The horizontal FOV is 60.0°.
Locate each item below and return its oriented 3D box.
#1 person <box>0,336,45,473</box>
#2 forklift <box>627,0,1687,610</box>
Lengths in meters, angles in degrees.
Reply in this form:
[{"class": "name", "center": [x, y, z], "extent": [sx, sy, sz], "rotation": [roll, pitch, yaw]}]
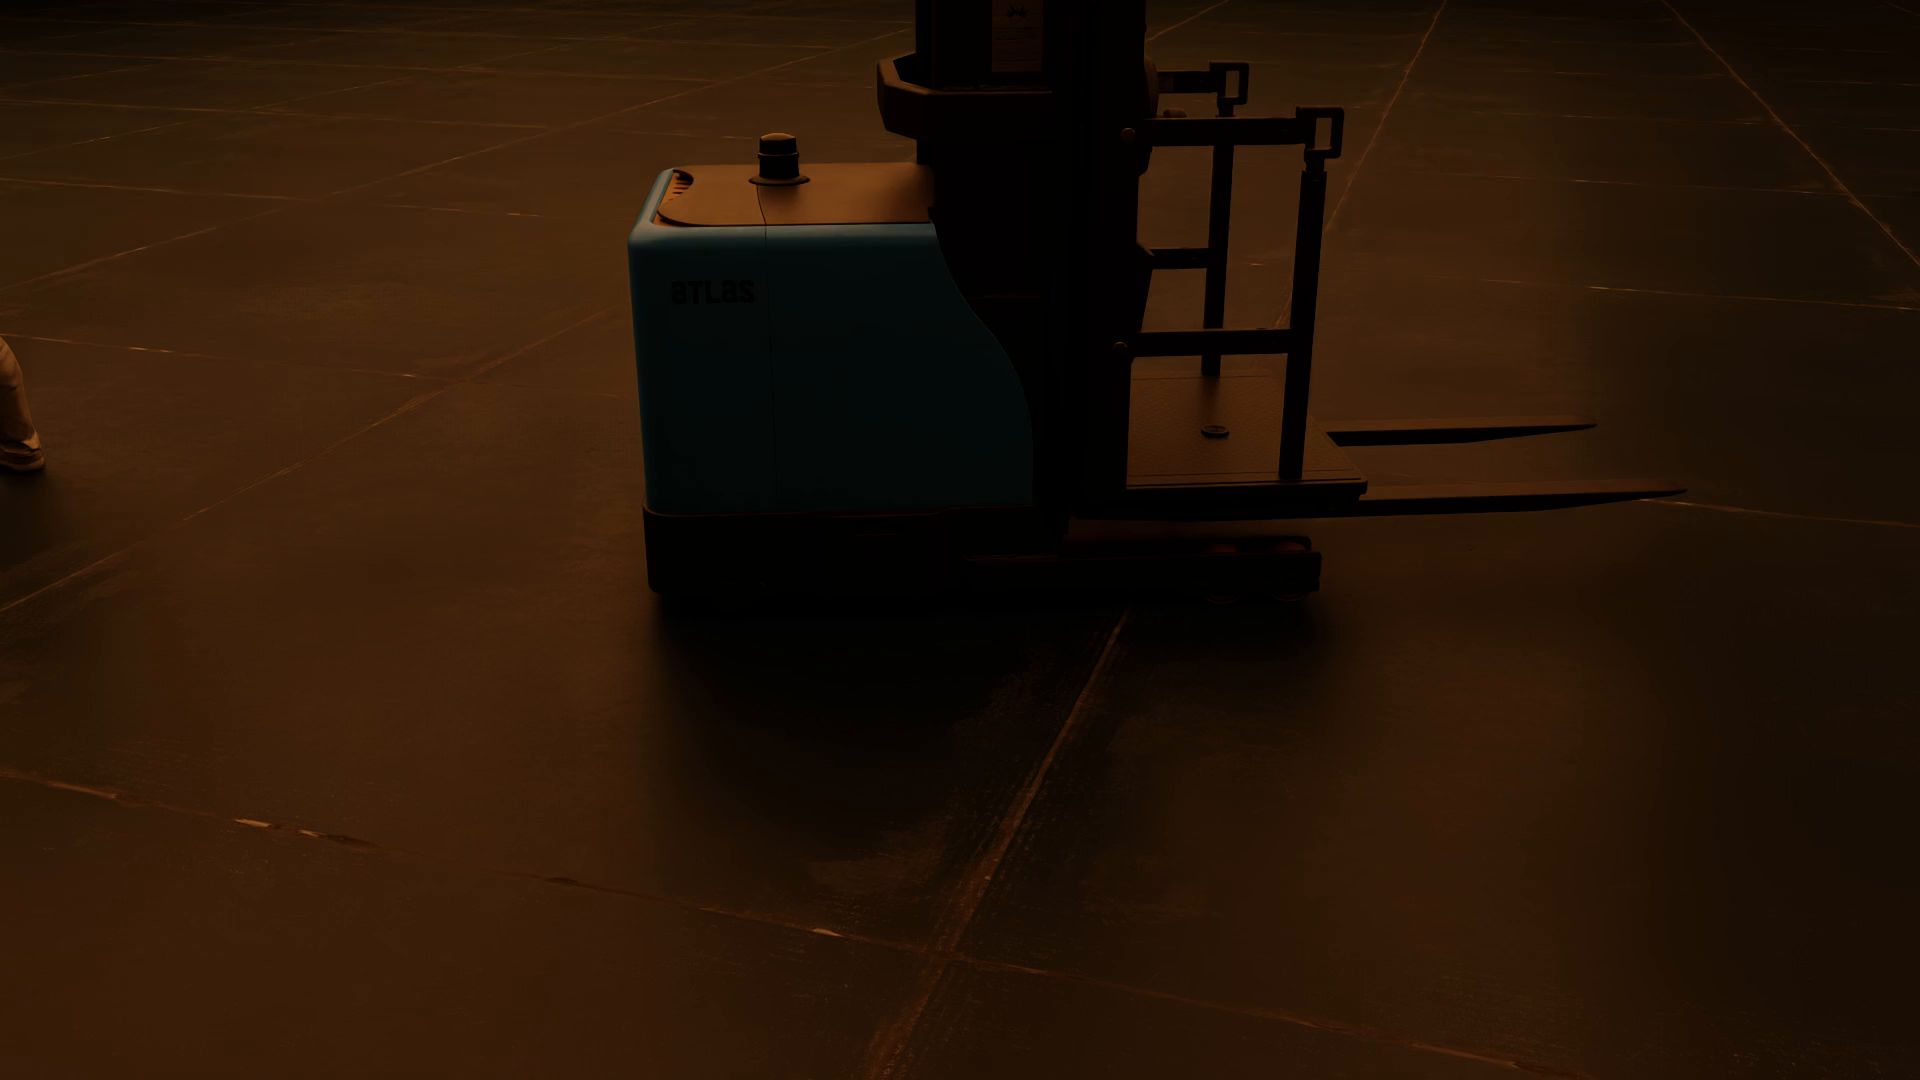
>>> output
[{"class": "person", "center": [-3.296, -0.994, 5.228], "extent": [0.461, 1.759, 0.631], "rotation": [3, 23, 6]}, {"class": "forklift", "center": [0.606, -1.374, 4.608], "extent": [3.031, 2.935, 1.130], "rotation": [-2, 23, -4]}]
